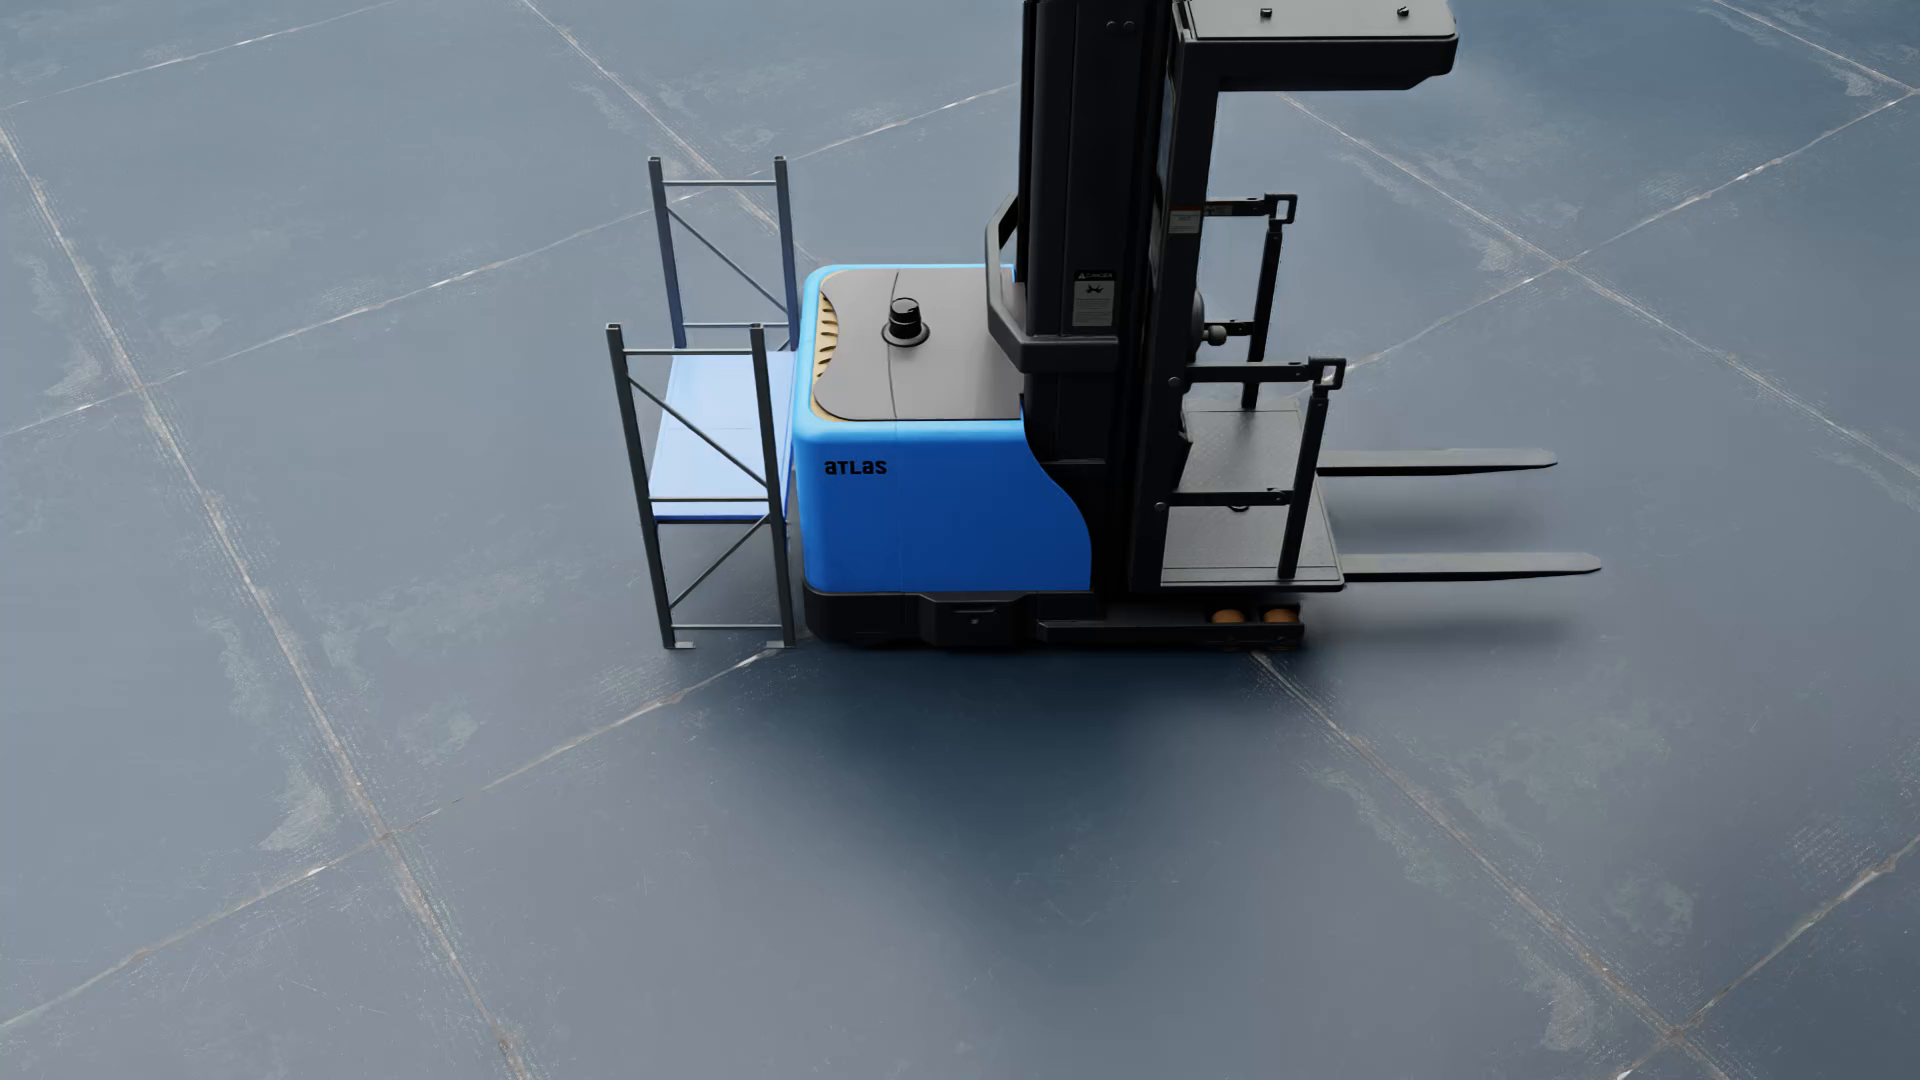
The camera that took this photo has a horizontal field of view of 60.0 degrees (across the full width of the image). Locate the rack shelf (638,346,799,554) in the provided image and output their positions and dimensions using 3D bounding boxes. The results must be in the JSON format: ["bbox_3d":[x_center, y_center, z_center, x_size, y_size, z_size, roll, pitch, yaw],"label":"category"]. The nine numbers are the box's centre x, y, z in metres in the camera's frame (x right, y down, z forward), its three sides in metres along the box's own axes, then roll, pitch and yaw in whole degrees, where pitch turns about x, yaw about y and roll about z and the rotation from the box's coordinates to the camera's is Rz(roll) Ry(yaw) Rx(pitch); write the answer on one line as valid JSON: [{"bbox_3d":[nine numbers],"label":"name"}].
[{"bbox_3d":[-0.878,-0.360,6.301,0.538,0.185,1.000,0,44,0],"label":"rack shelf"}]

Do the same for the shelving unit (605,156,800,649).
[{"bbox_3d":[-0.878,-0.490,6.177,0.538,1.500,1.048,0,44,0],"label":"shelving unit"}]

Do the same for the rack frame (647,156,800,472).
[{"bbox_3d":[-0.881,-0.841,6.545,0.500,1.500,0.032,0,44,0],"label":"rack frame"}]

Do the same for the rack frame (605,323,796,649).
[{"bbox_3d":[-0.876,-0.139,5.809,0.500,1.500,0.032,0,44,0],"label":"rack frame"}]

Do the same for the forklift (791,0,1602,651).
[{"bbox_3d":[0.922,-1.008,5.683,3.031,2.935,1.130,-1,44,-1],"label":"forklift"}]
